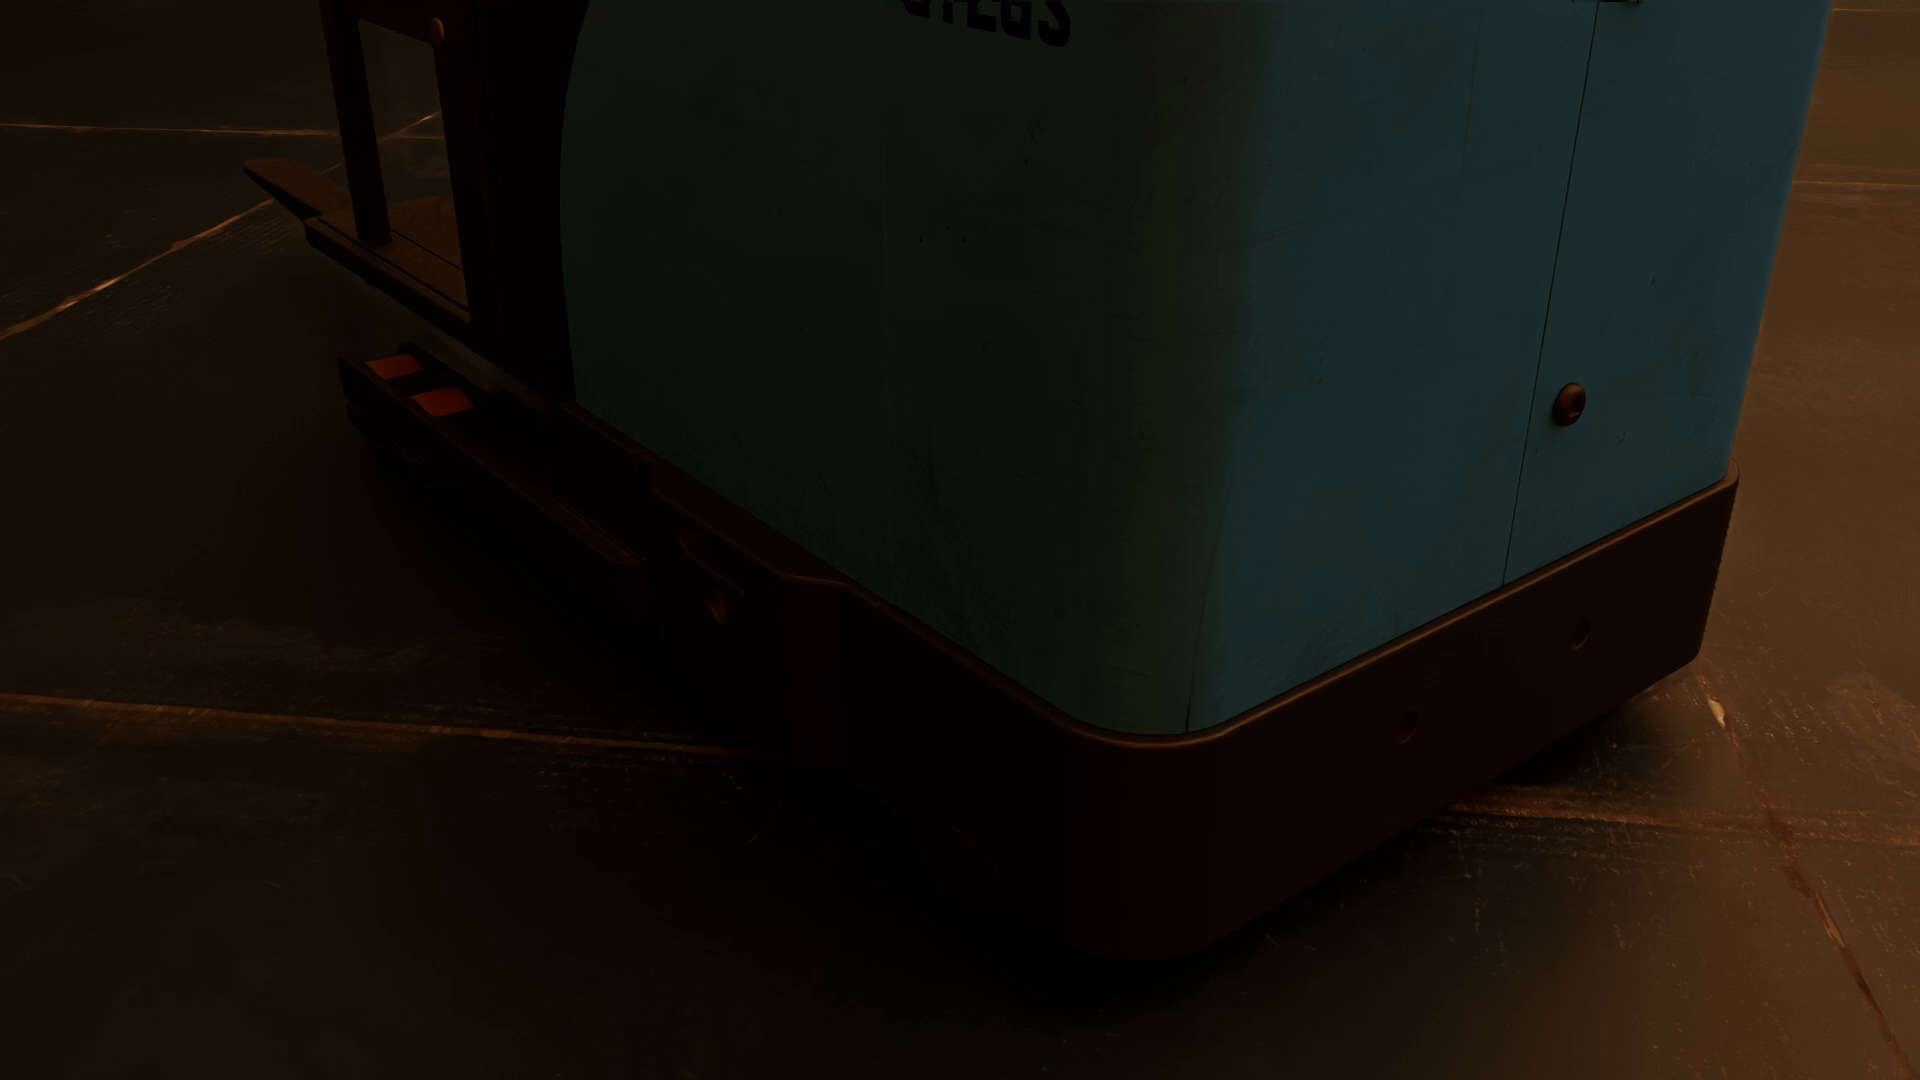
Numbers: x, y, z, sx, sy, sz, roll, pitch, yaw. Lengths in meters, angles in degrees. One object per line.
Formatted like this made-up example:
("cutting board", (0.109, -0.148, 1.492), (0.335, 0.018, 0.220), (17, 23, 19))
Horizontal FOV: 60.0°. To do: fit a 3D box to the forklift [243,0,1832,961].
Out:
("forklift", (-0.378, -1.509, 2.242), (1.130, 2.935, 3.031), (-19, 32, -34))
